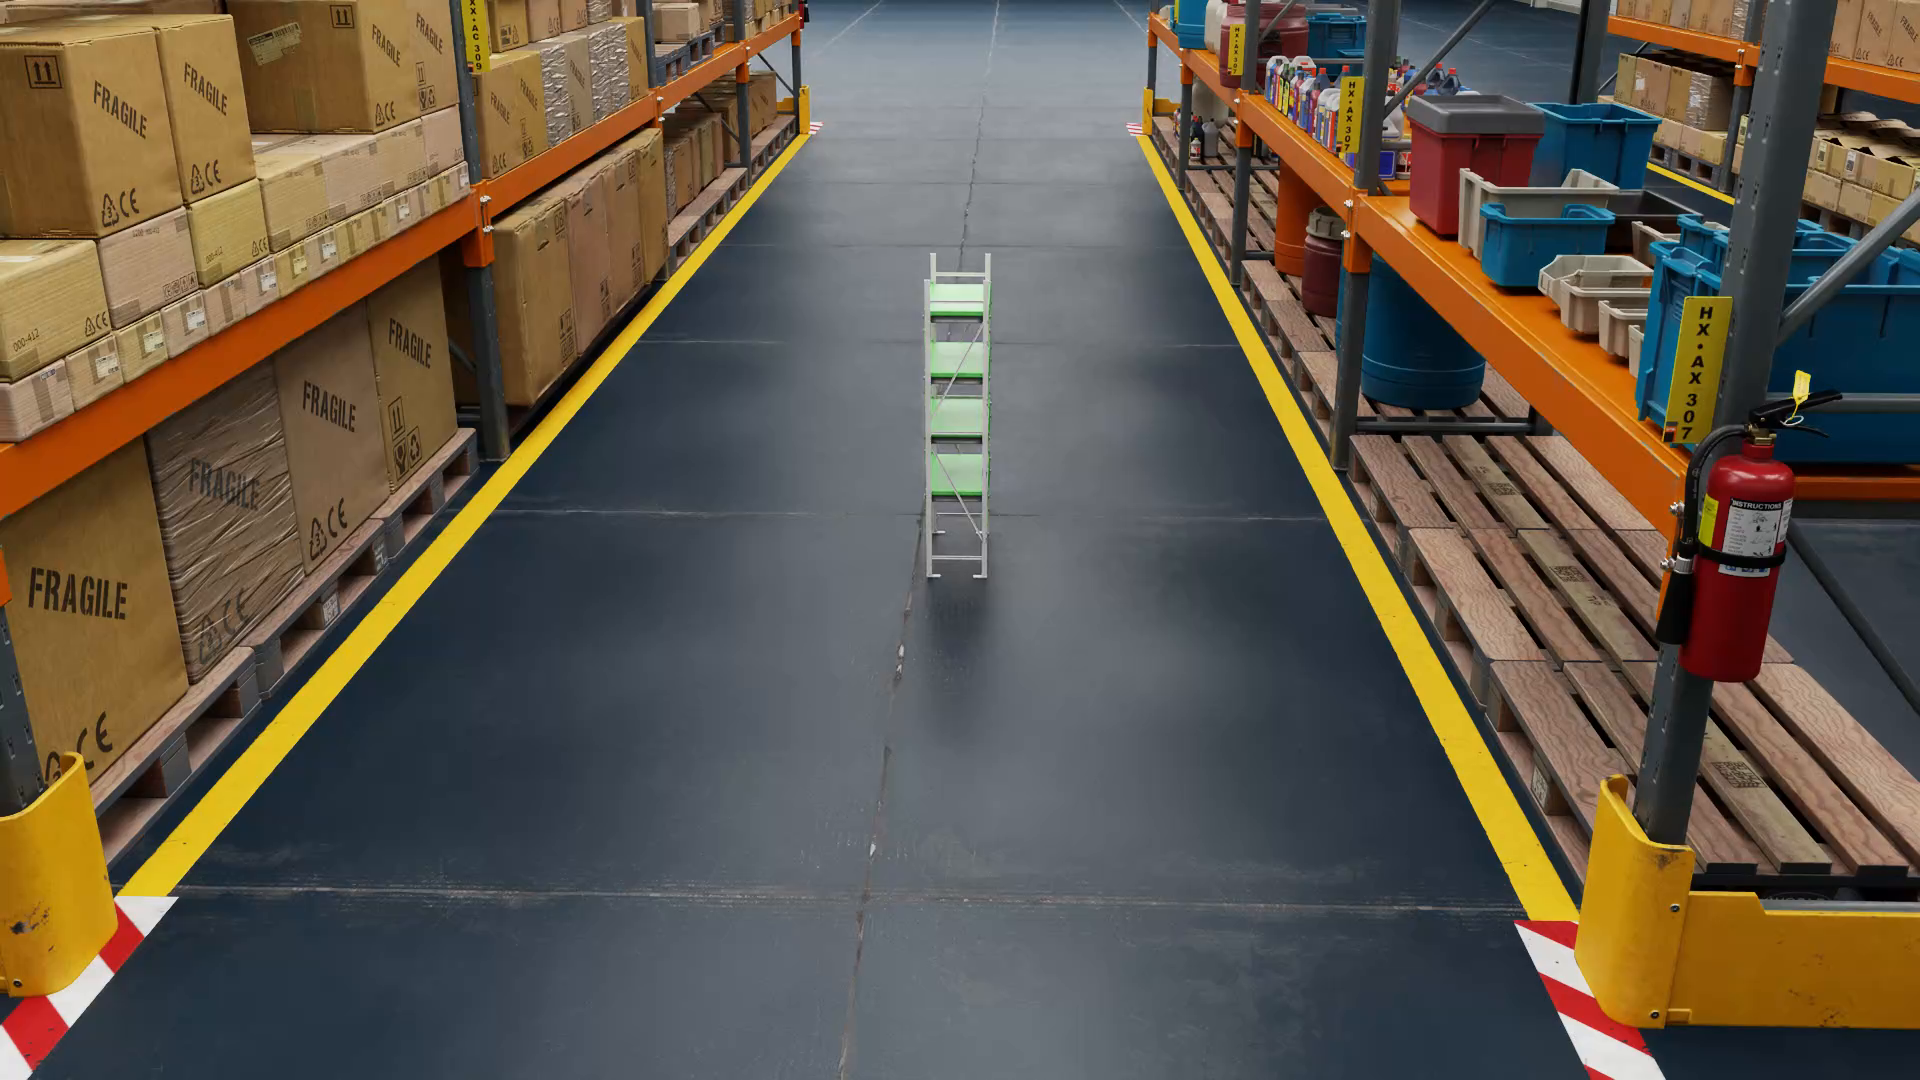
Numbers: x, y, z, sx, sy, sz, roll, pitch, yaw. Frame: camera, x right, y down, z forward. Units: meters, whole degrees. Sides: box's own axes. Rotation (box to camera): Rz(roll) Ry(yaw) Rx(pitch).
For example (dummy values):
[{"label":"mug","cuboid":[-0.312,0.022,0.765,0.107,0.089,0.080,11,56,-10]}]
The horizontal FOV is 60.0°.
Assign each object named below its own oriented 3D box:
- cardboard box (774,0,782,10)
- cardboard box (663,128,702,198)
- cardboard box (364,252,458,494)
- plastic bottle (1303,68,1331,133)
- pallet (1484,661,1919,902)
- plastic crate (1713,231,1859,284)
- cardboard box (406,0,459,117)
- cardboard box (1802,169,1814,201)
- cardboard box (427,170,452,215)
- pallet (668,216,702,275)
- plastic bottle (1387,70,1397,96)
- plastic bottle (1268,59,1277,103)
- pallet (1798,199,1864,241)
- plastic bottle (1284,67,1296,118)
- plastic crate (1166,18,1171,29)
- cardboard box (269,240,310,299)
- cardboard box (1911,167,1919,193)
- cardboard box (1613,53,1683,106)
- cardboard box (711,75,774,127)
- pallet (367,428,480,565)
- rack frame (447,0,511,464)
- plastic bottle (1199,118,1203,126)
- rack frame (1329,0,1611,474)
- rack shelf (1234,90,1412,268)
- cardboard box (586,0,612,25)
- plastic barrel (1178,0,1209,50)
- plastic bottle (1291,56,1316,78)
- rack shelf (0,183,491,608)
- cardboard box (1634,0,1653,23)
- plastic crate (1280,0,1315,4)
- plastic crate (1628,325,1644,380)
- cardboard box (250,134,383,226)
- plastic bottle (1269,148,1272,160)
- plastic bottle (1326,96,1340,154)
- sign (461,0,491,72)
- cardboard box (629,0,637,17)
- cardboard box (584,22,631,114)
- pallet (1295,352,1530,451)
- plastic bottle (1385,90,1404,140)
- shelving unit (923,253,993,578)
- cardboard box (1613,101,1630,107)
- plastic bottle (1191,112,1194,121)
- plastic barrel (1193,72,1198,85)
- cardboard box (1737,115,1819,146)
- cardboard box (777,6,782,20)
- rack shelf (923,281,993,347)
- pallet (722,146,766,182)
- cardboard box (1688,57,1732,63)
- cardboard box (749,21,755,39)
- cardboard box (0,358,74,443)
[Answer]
[{"label":"cardboard box","cuboid":[-2.316,-5.753,17.160,0.875,0.500,0.500,1,21,2]},{"label":"cardboard box","cuboid":[-2.530,-3.126,13.786,0.700,0.500,0.500,-1,21,-3]},{"label":"cardboard box","cuboid":[-2.783,-0.757,7.191,0.875,0.875,0.875,1,21,2]},{"label":"plastic bottle","cuboid":[2.002,-2.447,9.256,0.144,0.351,0.185,1,21,2]},{"label":"pallet","cuboid":[2.209,0.713,4.899,1.003,0.211,1.213,1,21,2]},{"label":"plastic crate","cuboid":[2.522,-0.801,5.095,0.416,0.233,0.300,1,21,2]},{"label":"cardboard box","cuboid":[-2.430,-2.039,6.897,0.500,0.500,0.500,1,21,3]},{"label":"cardboard box","cuboid":[7.172,-2.971,13.759,0.500,0.250,0.500,0,21,0]},{"label":"cardboard box","cuboid":[-2.373,-1.466,7.007,0.380,0.149,0.250,1,21,3]},{"label":"pallet","cuboid":[-2.537,-2.219,12.455,1.003,0.211,1.213,1,21,2]},{"label":"plastic bottle","cuboid":[2.781,-2.897,10.622,0.097,0.201,0.097,0,21,0]},{"label":"plastic bottle","cuboid":[2.022,-2.927,10.604,0.097,0.271,0.097,0,21,0]},{"label":"pallet","cuboid":[7.444,-2.563,13.343,1.003,0.211,1.213,1,21,2]},{"label":"plastic bottle","cuboid":[1.982,-2.676,9.940,0.061,0.283,0.133,1,21,2]},{"label":"plastic crate","cuboid":[2.307,-5.095,16.378,0.530,0.136,0.437,1,21,2]},{"label":"cardboard box","cuboid":[-2.419,-0.907,5.568,0.380,0.149,0.250,0,21,0]},{"label":"cardboard box","cuboid":[7.110,-2.493,11.753,0.500,0.311,0.500,1,21,3]},{"label":"cardboard box","cuboid":[7.331,-4.910,17.720,0.500,0.500,0.500,1,21,2]},{"label":"cardboard box","cuboid":[-2.338,-4.717,17.914,0.500,0.500,0.500,6,22,16]},{"label":"pallet","cuboid":[-2.785,-0.216,7.293,1.003,0.211,1.213,1,21,2]},{"label":"rack frame","cuboid":[-2.683,-1.790,7.495,1.000,3.000,0.127,1,21,2]},{"label":"plastic bottle","cuboid":[2.361,-3.997,16.331,0.061,0.283,0.133,1,21,2]},{"label":"rack frame","cuboid":[2.267,-1.735,7.355,1.000,3.000,0.127,1,21,2]},{"label":"rack shelf","cuboid":[2.328,-2.123,9.349,1.077,0.370,4.000,1,21,2]},{"label":"cardboard box","cuboid":[-2.600,-3.486,10.342,0.797,0.503,0.637,1,21,3]},{"label":"plastic barrel","cuboid":[2.196,-4.725,14.368,0.600,0.901,0.708,1,21,2]},{"label":"plastic bottle","cuboid":[2.205,-2.969,10.706,0.152,0.276,0.135,1,21,2]},{"label":"rack shelf","cuboid":[-2.744,-0.731,5.762,1.077,0.370,4.000,1,21,2]},{"label":"cardboard box","cuboid":[7.545,-5.706,17.451,0.700,0.500,0.500,1,21,3]},{"label":"plastic crate","cuboid":[2.802,-4.479,14.338,0.402,0.464,0.583,1,21,2]},{"label":"plastic crate","cuboid":[1.989,-0.491,4.429,0.396,0.136,0.243,1,21,2]},{"label":"cardboard box","cuboid":[-2.463,-1.324,6.092,0.500,0.250,0.500,1,21,3]},{"label":"plastic bottle","cuboid":[2.962,-3.676,15.616,0.097,0.201,0.097,0,21,0]},{"label":"plastic bottle","cuboid":[1.983,-2.138,8.564,0.152,0.276,0.135,1,21,2]},{"label":"sign","cuboid":[-2.129,-2.225,7.310,0.100,0.325,0.005,1,21,2]},{"label":"cardboard box","cuboid":[-2.668,-3.877,12.156,0.700,0.500,0.500,4,22,10]},{"label":"cardboard box","cuboid":[-2.350,-2.921,10.273,0.500,0.500,0.500,0,21,1]},{"label":"pallet","cuboid":[2.332,-0.714,8.577,1.003,0.211,1.213,1,21,2]},{"label":"plastic bottle","cuboid":[2.112,-2.047,8.226,0.144,0.351,0.185,1,21,2]},{"label":"shelving unit","cuboid":[-0.005,-0.500,6.658,0.258,1.200,0.503,1,21,2]},{"label":"cardboard box","cuboid":[7.333,-4.560,17.855,0.500,0.250,0.500,1,21,2]},{"label":"plastic bottle","cuboid":[2.258,-4.020,16.297,0.144,0.351,0.185,1,21,1]},{"label":"plastic barrel","cuboid":[2.689,-4.871,18.296,0.421,0.512,0.421,0,21,0]},{"label":"cardboard box","cuboid":[7.200,-3.601,14.608,0.500,0.311,0.500,1,21,2]},{"label":"cardboard box","cuboid":[-2.108,-5.635,17.752,0.380,0.149,0.250,1,21,2]},{"label":"rack shelf","cuboid":[-0.005,-0.887,6.507,0.258,0.148,0.480,1,21,2]},{"label":"pallet","cuboid":[-2.455,-3.626,16.081,1.003,0.211,1.213,1,21,2]},{"label":"cardboard box","cuboid":[7.849,-4.723,17.239,0.500,0.500,0.500,1,21,2]},{"label":"cardboard box","cuboid":[-2.112,-4.730,15.420,0.380,0.149,0.250,1,21,2]},{"label":"cardboard box","cuboid":[-2.464,-0.351,4.135,0.380,0.149,0.250,1,21,2]}]
